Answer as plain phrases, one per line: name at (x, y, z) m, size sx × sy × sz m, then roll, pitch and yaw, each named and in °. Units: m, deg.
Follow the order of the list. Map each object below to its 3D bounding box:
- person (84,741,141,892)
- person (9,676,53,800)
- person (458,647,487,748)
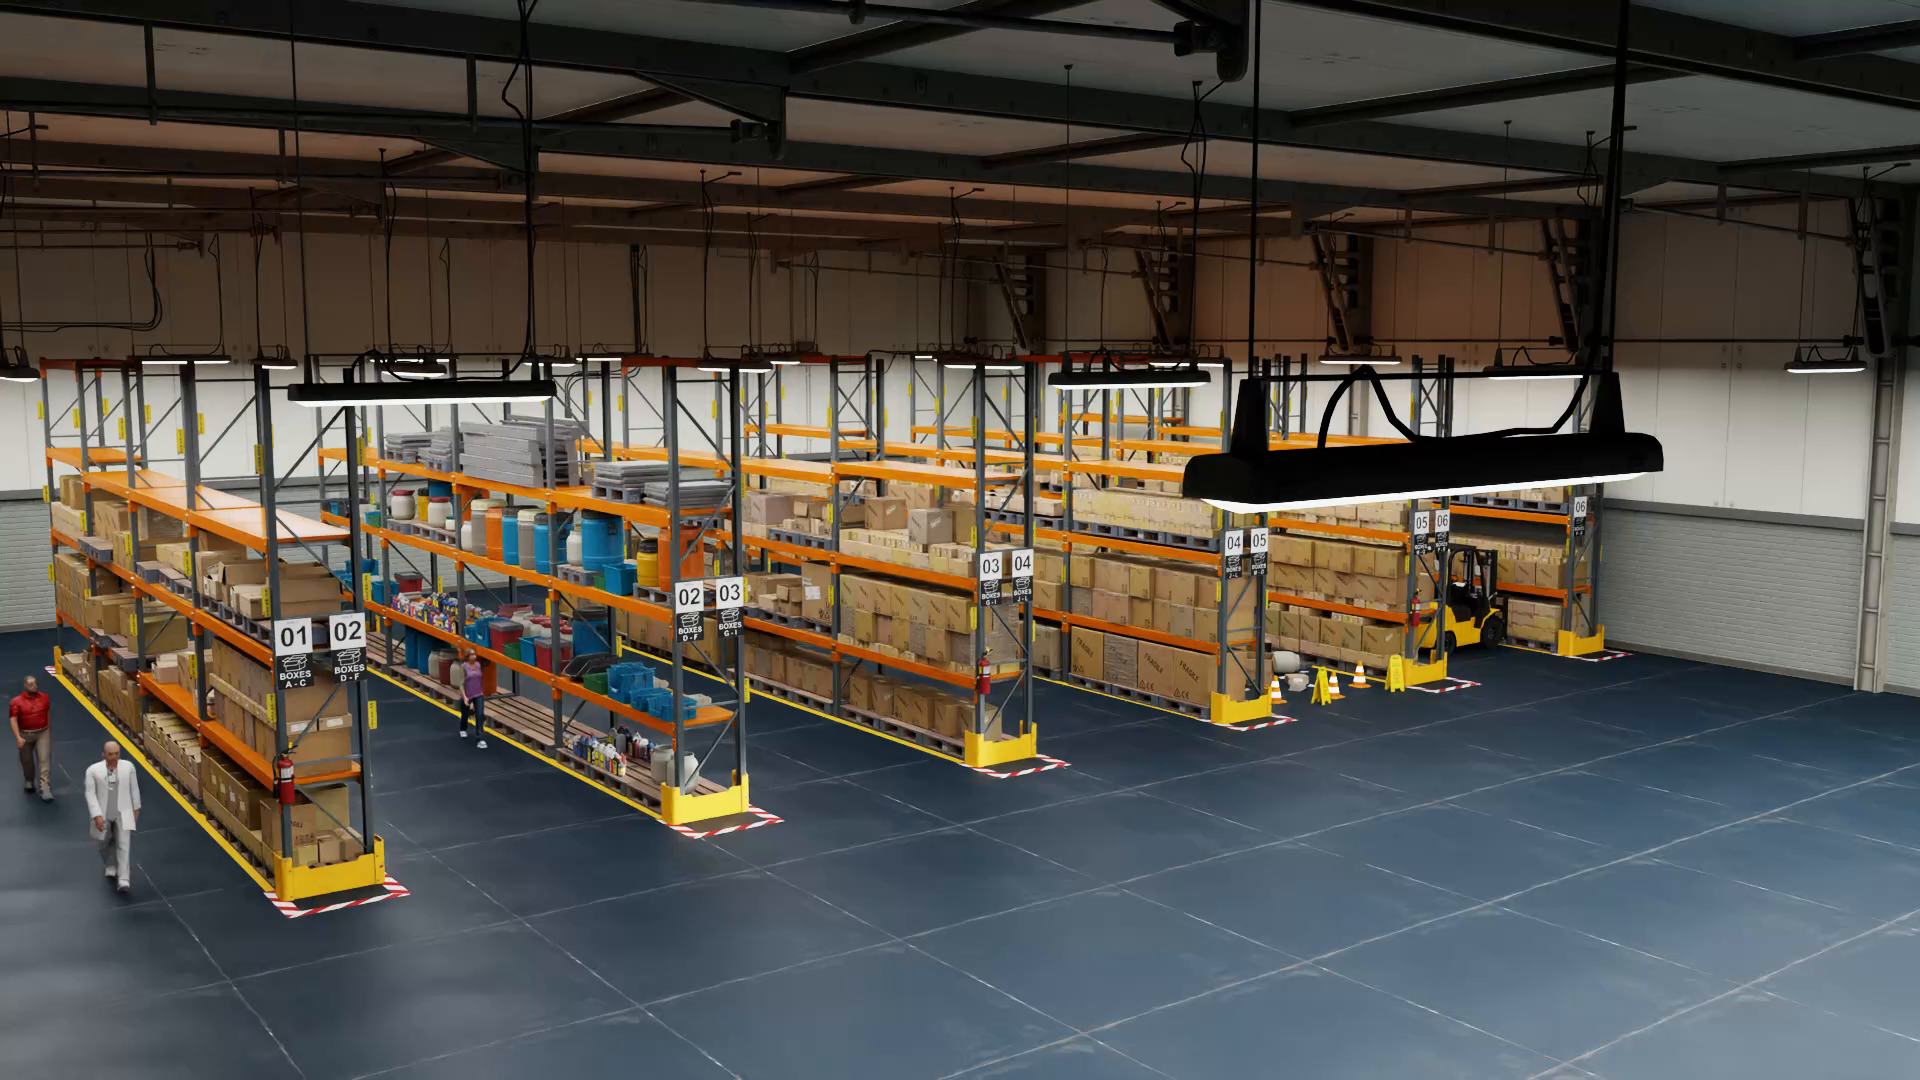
person at (-9.802, 3.178, 19.261) m, size 0.576 × 1.699 × 1.217 m, roll -3°, pitch 8°, yaw -27°
person at (-12.897, 2.714, 23.078) m, size 0.492 × 1.658 × 1.085 m, roll -4°, pitch 8°, yaw -27°
person at (-7.655, 2.434, 26.004) m, size 0.398 × 1.535 × 1.008 m, roll -4°, pitch 8°, yaw -27°
